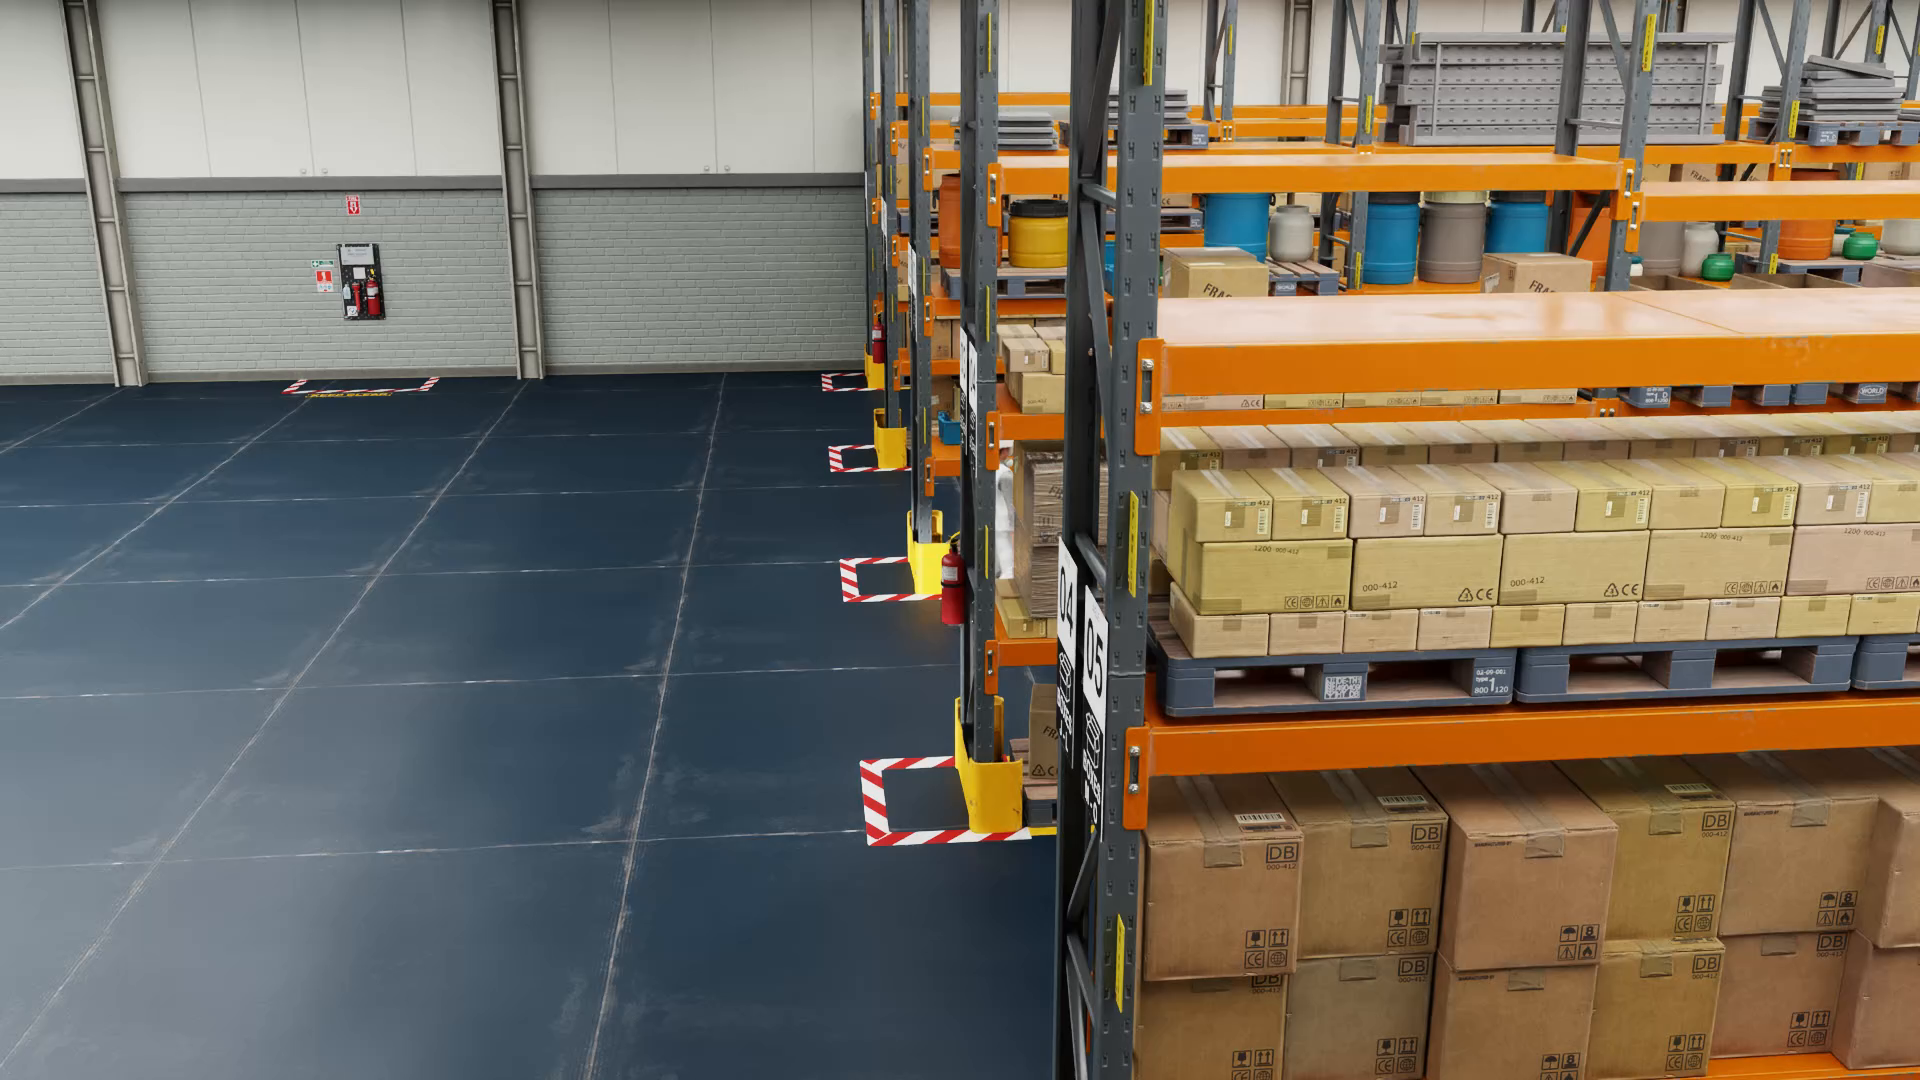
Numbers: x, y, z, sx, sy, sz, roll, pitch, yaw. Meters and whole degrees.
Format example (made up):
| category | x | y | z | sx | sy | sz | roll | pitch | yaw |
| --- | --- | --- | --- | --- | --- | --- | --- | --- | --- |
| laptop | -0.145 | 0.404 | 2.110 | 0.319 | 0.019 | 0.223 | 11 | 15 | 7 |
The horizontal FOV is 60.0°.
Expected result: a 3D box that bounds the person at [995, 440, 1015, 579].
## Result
| category | x | y | z | sx | sy | sz | roll | pitch | yaw |
| --- | --- | --- | --- | --- | --- | --- | --- | --- | --- |
| person | 0.343 | -0.121 | 14.821 | 0.356 | 1.764 | 0.534 | -12 | 21 | -36 |
